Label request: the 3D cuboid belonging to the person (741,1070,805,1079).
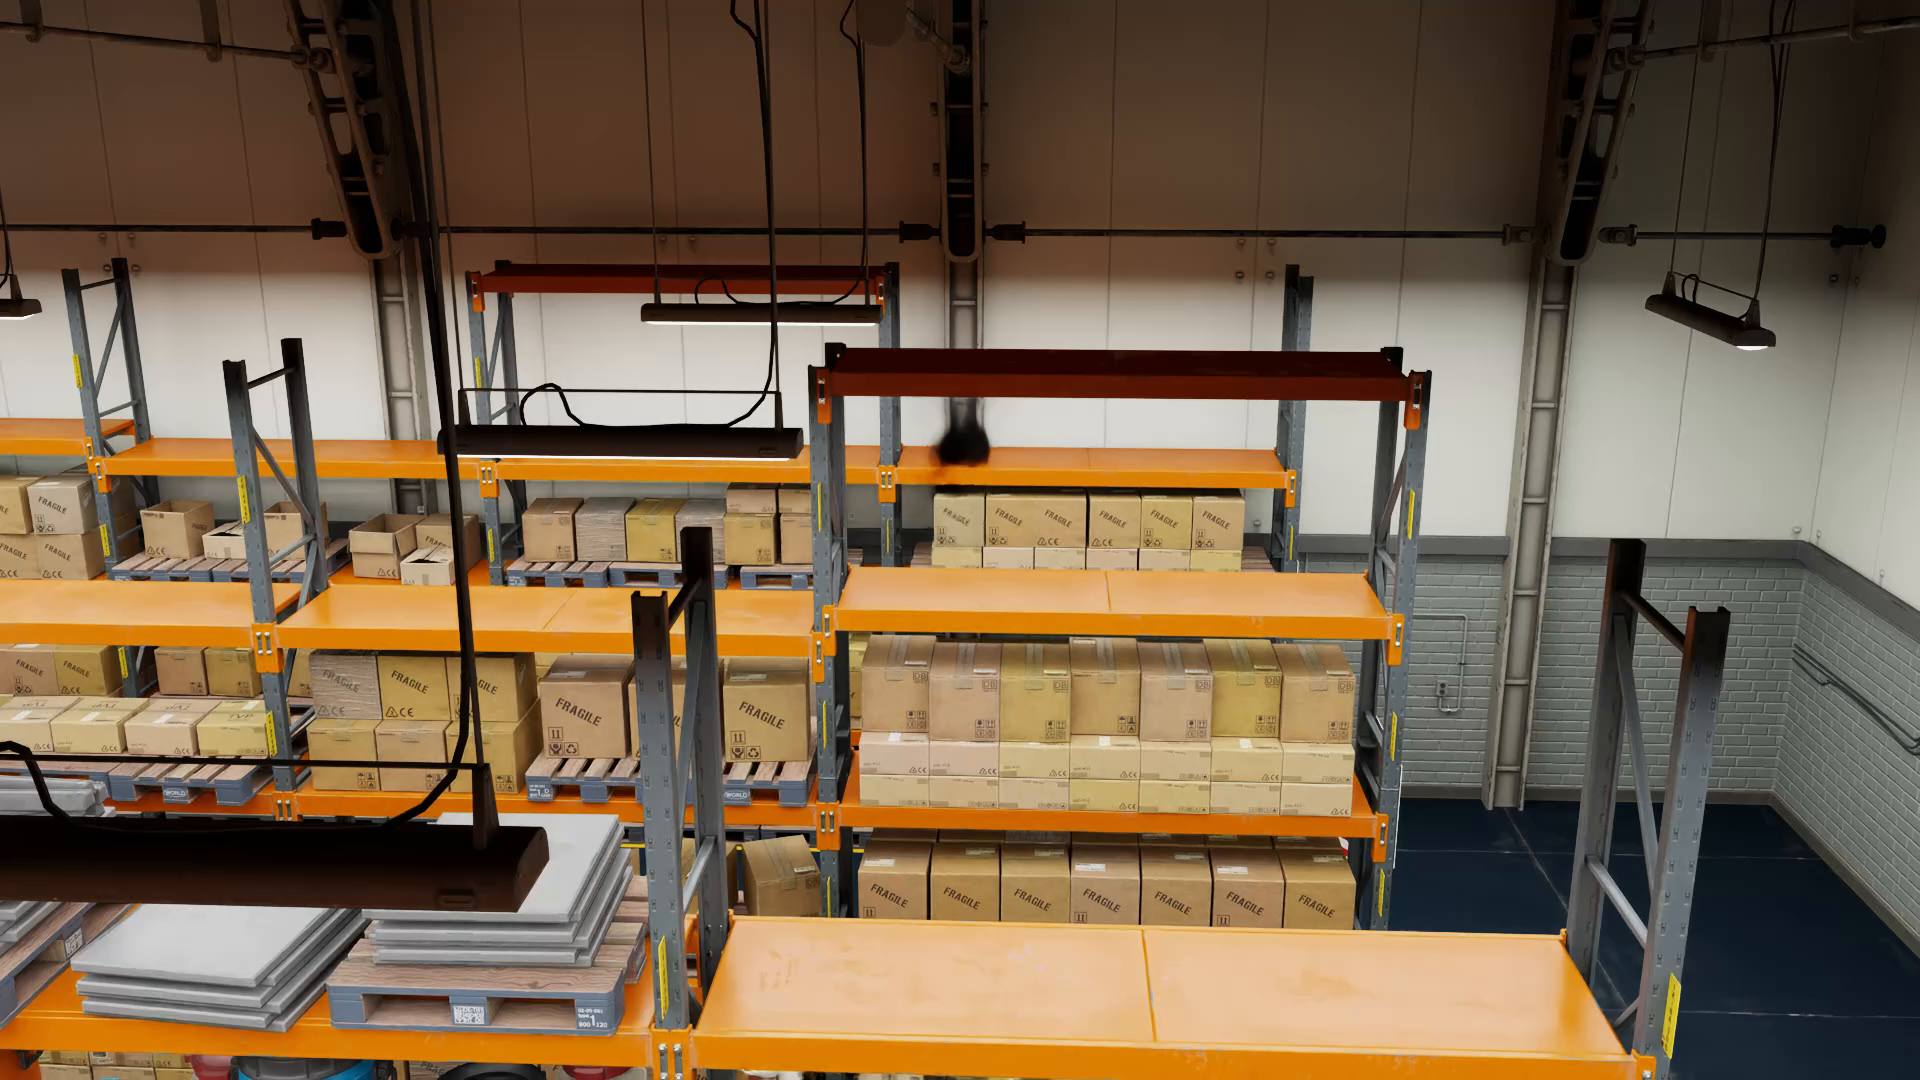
[{"bbox_3d":[-0.977,4.185,11.185,0.962,1.729,0.663,-2,16,-8],"label":"person"}]
